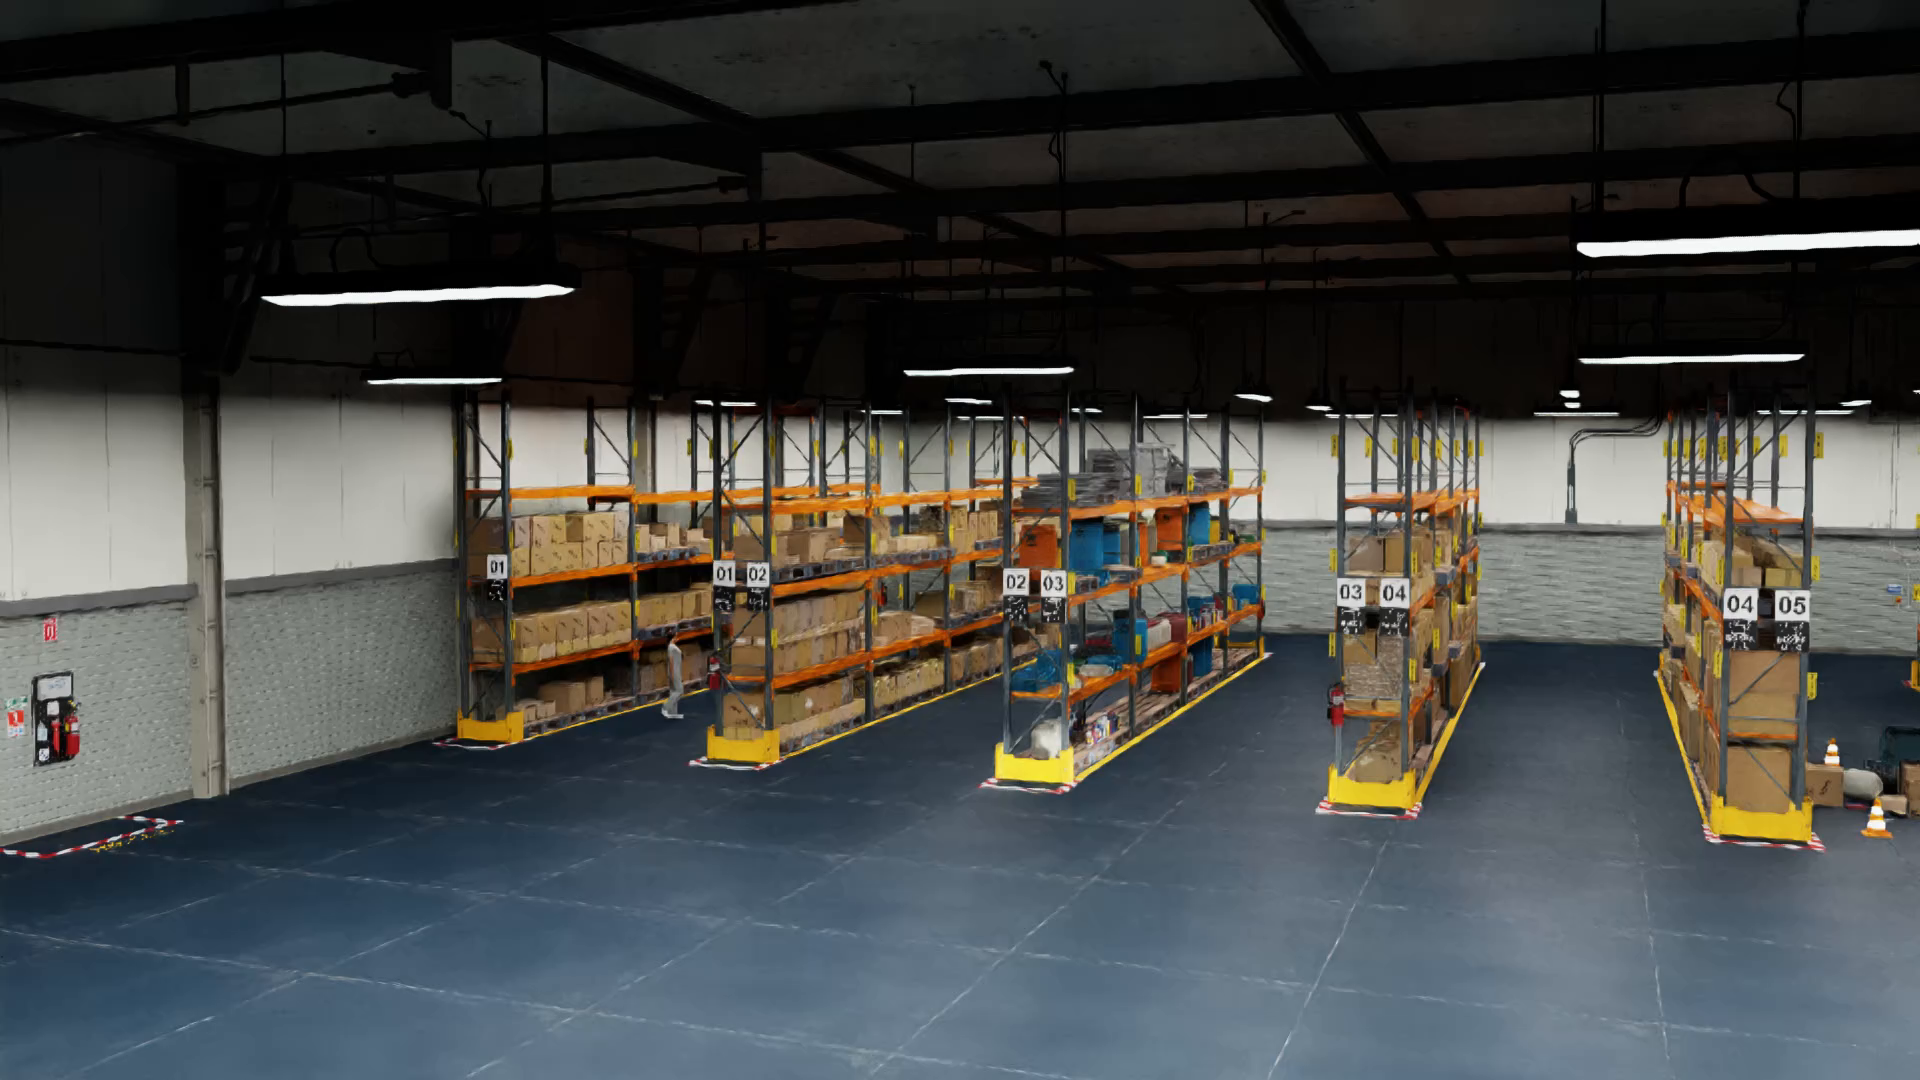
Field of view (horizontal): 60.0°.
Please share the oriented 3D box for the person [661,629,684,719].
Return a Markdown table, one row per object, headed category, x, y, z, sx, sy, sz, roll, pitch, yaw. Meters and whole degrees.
| category | x | y | z | sx | sy | sz | roll | pitch | yaw |
| --- | --- | --- | --- | --- | --- | --- | --- | --- | --- |
| person | -5.313 | 2.476 | 30.687 | 0.432 | 1.670 | 0.503 | 0 | 3 | -7 |
